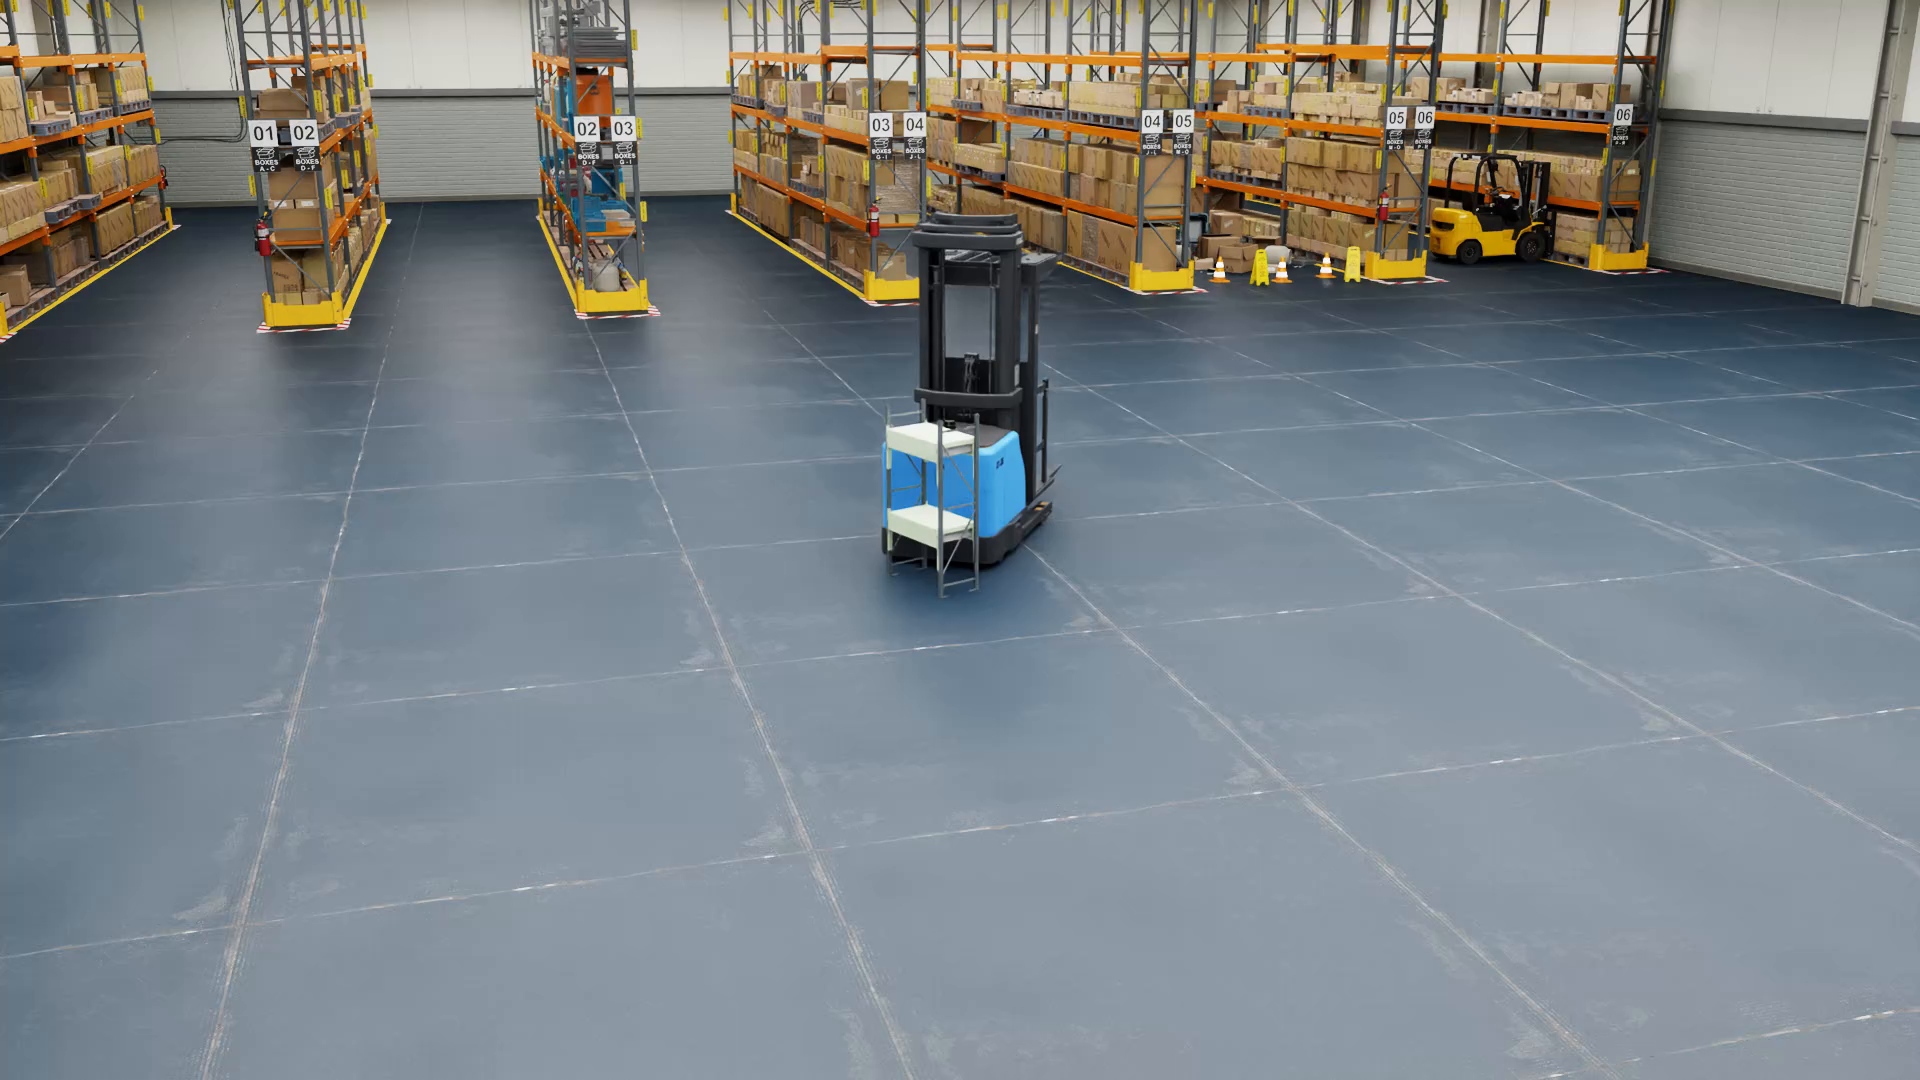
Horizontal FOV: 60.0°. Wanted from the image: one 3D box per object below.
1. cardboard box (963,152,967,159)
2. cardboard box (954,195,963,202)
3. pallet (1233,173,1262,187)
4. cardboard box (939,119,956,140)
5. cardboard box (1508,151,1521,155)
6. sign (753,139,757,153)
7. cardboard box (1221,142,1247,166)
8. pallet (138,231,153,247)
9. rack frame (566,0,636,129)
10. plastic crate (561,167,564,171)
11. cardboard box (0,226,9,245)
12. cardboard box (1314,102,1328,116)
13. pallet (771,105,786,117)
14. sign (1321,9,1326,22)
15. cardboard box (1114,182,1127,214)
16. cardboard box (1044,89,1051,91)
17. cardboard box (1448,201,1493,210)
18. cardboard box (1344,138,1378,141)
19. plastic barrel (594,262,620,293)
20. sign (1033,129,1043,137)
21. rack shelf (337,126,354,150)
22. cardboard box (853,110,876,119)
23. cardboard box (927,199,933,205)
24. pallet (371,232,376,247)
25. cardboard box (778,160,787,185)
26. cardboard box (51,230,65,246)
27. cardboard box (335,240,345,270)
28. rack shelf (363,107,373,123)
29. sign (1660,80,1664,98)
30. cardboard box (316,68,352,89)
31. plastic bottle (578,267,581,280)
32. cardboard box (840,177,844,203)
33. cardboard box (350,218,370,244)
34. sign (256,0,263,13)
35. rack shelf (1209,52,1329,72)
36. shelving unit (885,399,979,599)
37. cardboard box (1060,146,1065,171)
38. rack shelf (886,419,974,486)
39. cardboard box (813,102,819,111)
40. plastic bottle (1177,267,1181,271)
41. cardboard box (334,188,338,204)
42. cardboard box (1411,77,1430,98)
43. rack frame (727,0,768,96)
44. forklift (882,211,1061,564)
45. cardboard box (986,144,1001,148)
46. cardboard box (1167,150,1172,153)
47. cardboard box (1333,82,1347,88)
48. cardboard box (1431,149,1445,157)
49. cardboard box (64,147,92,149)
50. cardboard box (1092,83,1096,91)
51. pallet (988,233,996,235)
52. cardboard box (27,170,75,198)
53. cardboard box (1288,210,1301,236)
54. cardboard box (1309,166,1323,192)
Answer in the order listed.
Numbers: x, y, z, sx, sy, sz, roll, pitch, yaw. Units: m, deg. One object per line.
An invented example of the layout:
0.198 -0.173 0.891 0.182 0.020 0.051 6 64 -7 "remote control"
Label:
0.299 -9.279 40.117 0.380 0.149 0.250 -5 18 -18 "cardboard box"
0.068 -8.614 41.906 0.380 0.149 0.250 -4 17 -14 "cardboard box"
6.831 -8.093 37.310 1.003 0.211 1.213 -5 17 -15 "pallet"
-0.247 -10.479 42.493 0.500 0.500 0.500 -4 17 -14 "cardboard box"
12.096 -8.341 35.987 0.380 0.149 0.250 -4 17 -14 "cardboard box"
-4.913 -9.460 39.887 0.100 0.325 0.005 -5 17 -15 "sign"
6.299 -8.834 38.024 0.500 0.500 0.500 -4 17 -12 "cardboard box"
-18.802 -6.758 37.381 1.003 0.211 1.213 -5 17 -15 "pallet"
-5.845 -8.214 26.953 1.000 3.000 0.127 -5 17 -15 "rack frame"
-9.708 -8.846 39.857 0.437 0.125 0.590 -5 17 -15 "plastic crate"
-15.356 -4.798 26.235 0.500 0.250 0.500 -5 18 -17 "cardboard box"
7.480 -8.705 33.544 0.500 0.250 0.500 -5 17 -15 "cardboard box"
-3.509 -9.465 36.661 1.213 0.211 1.003 -4 17 -13 "pallet"
9.393 -13.549 42.954 0.100 0.325 0.005 -5 17 -15 "sign"
3.397 -6.418 31.141 0.875 0.550 0.550 -5 17 -15 "cardboard box"
2.092 -9.687 36.322 0.500 0.311 0.500 -5 17 -15 "cardboard box"
11.758 -7.438 38.197 0.875 0.625 0.625 -5 17 -16 "cardboard box"
10.196 -9.966 42.310 0.700 0.500 0.500 -5 17 -16 "cardboard box"
-6.099 -4.527 28.700 0.421 0.512 0.421 0 17 0 "plastic barrel"
2.414 -12.642 51.653 0.327 0.218 0.001 -5 17 -15 "sign"
-12.257 -7.702 31.713 1.077 0.370 4.000 -5 17 -15 "rack shelf"
-1.690 -7.556 29.545 0.380 0.149 0.250 -5 17 -15 "cardboard box"
-0.656 -8.974 44.138 0.380 0.149 0.250 -4 17 -15 "cardboard box"
-13.646 -6.712 37.228 1.003 0.211 1.213 -5 17 -15 "pallet"
-3.786 -8.249 37.322 0.500 0.500 0.500 -5 17 -16 "cardboard box"
-17.078 -5.644 31.101 0.500 0.250 0.500 -5 17 -16 "cardboard box"
-11.244 -5.050 29.594 0.500 0.500 0.500 -5 17 -15 "cardboard box"
-14.456 -9.915 39.080 1.077 0.370 4.000 -5 17 -15 "rack shelf"
13.753 -8.845 32.610 0.100 0.325 0.005 -5 17 -15 "sign"
-14.076 -10.364 37.414 0.700 0.500 0.500 -5 17 -15 "cardboard box"
-6.821 -4.755 29.822 0.061 0.283 0.133 -4 17 -14 "plastic bottle"
-1.780 -6.628 31.412 0.875 0.500 0.500 -5 17 -15 "cardboard box"
-12.939 -6.609 35.617 0.500 0.500 0.500 -5 17 -16 "cardboard box"
-12.226 -9.369 29.037 0.100 0.325 0.005 -5 17 -15 "sign"
6.797 -10.513 36.551 1.077 0.370 4.000 -5 17 -15 "rack shelf"
-0.232 -0.352 13.816 0.431 1.500 0.755 -12 21 -35 "shelving unit"
2.473 -7.867 34.313 0.700 0.500 0.500 -5 17 -16 "cardboard box"
-0.232 -0.726 13.703 0.431 0.370 0.720 -12 21 -35 "rack shelf"
-2.793 -8.875 34.045 0.380 0.166 0.250 -5 17 -17 "cardboard box"
4.478 -5.410 33.155 0.283 0.061 0.133 -12 20 -34 "plastic bottle"
-12.048 -6.464 31.382 0.500 0.500 0.500 -3 17 -11 "cardboard box"
10.984 -10.636 39.153 0.500 0.500 0.500 -5 17 -15 "cardboard box"
-5.479 -13.031 42.990 1.000 3.000 0.127 -5 17 -15 "rack frame"
0.249 -1.579 15.411 1.130 2.935 3.031 5 18 17 "forklift"
0.858 -9.540 40.469 0.380 0.149 0.250 -5 18 -17 "cardboard box"
5.422 -9.435 40.839 0.500 0.250 0.500 -5 17 -17 "cardboard box"
9.751 -11.678 42.713 0.380 0.149 0.250 -5 17 -16 "cardboard box"
11.188 -9.013 38.740 0.380 0.149 0.250 -4 17 -14 "cardboard box"
-18.642 -8.144 35.119 0.500 0.250 0.500 -4 17 -15 "cardboard box"
2.739 -8.671 31.834 0.380 0.149 0.250 -5 17 -15 "cardboard box"
1.302 -7.190 38.820 1.003 0.211 1.213 -5 17 -15 "pallet"
-17.250 -6.747 31.560 0.700 0.500 0.500 -6 18 -20 "cardboard box"
7.249 -6.681 35.024 0.500 0.500 0.500 -4 17 -13 "cardboard box"
7.485 -7.392 33.954 0.500 0.500 0.500 -5 17 -16 "cardboard box"
